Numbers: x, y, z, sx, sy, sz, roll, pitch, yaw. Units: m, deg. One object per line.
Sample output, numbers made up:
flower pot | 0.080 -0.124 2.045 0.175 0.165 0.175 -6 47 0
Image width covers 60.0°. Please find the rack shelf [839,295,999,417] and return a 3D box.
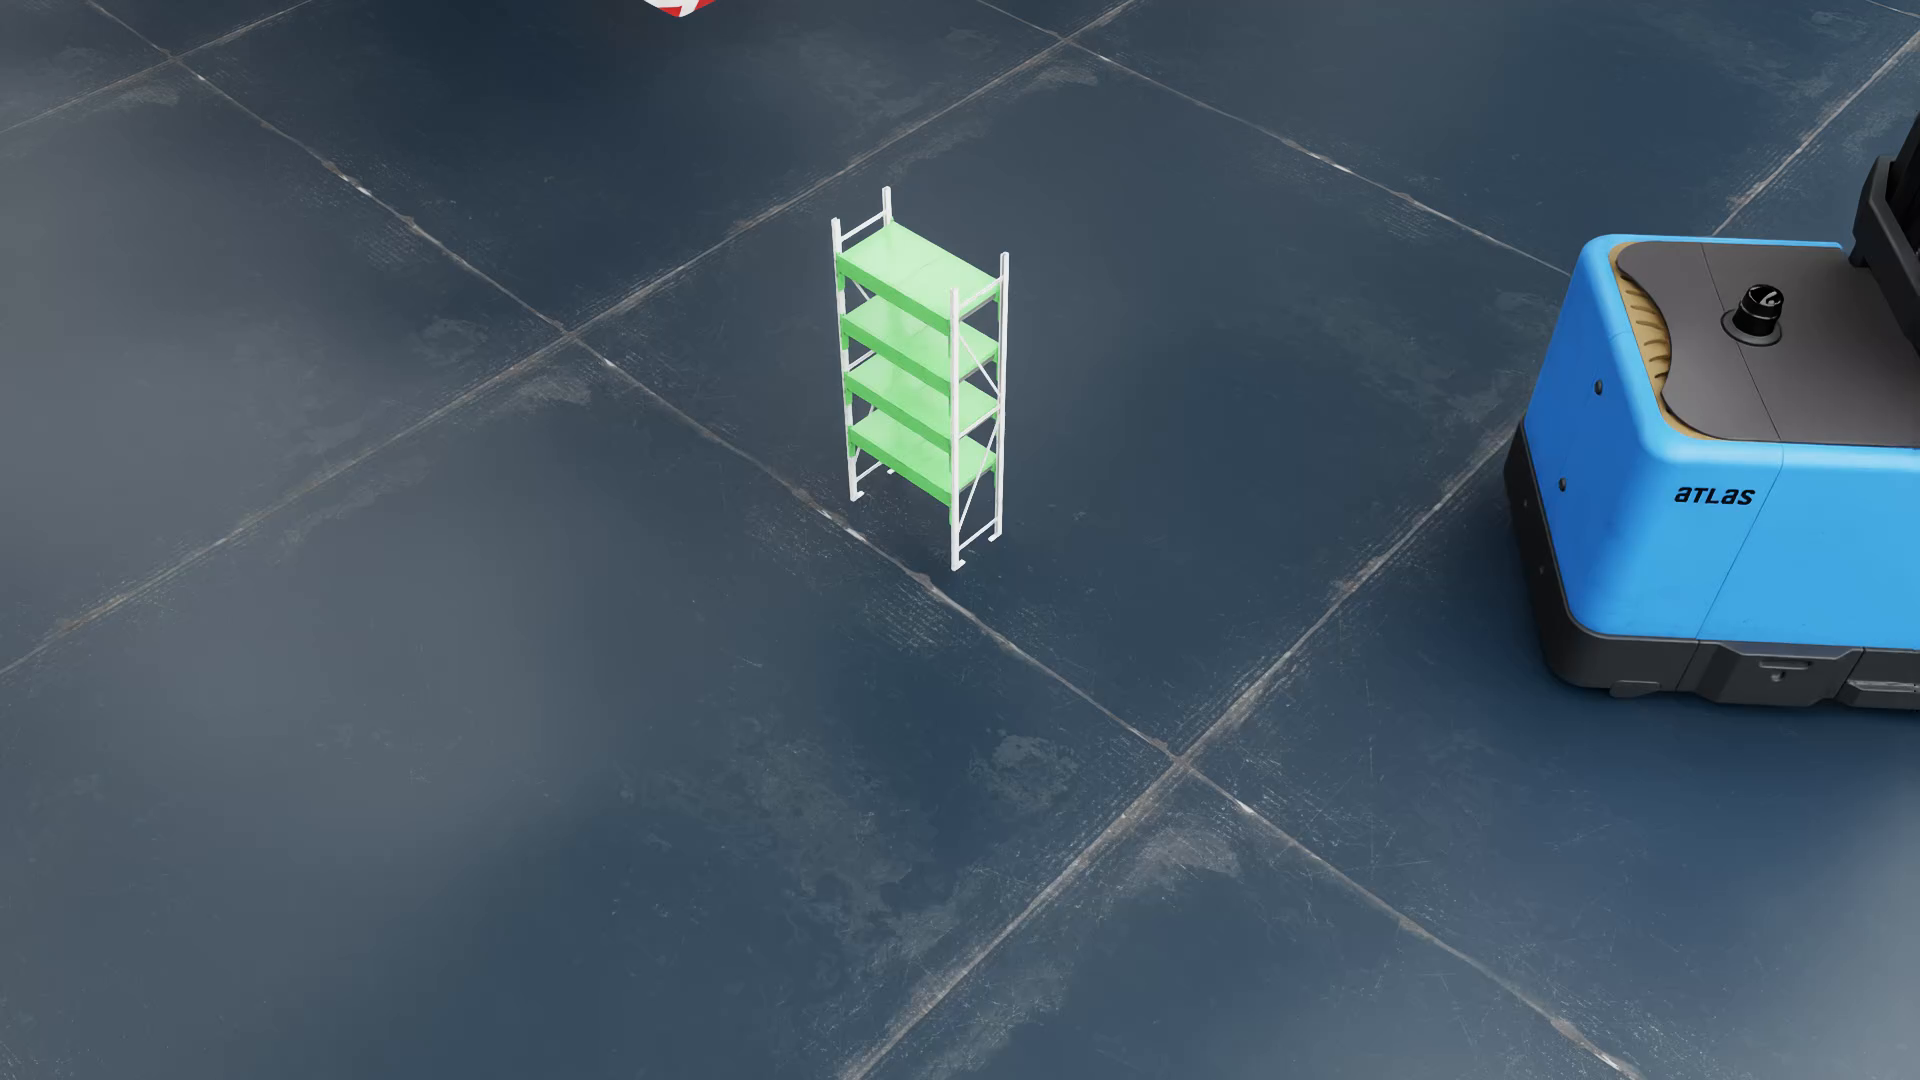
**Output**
rack shelf | -0.122 -0.613 5.261 0.480 0.148 0.258 34 55 28

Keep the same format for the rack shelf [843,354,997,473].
rack shelf | -0.122 -0.449 5.436 0.480 0.148 0.258 34 55 28

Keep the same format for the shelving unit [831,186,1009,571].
shelving unit | -0.122 -0.493 5.389 0.503 1.200 0.258 34 55 28

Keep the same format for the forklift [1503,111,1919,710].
forklift | 3.404 -0.811 4.501 3.031 2.935 1.130 3 47 2

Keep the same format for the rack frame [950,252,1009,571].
rack frame | 0.058 -0.372 5.276 0.015 1.200 0.240 34 55 28

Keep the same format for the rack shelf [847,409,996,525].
rack shelf | -0.122 -0.285 5.611 0.480 0.148 0.258 34 55 28

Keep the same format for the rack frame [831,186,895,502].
rack frame | -0.301 -0.613 5.503 0.015 1.200 0.240 34 55 28

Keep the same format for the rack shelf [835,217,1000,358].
rack shelf | -0.122 -0.777 5.086 0.480 0.148 0.258 34 55 28
